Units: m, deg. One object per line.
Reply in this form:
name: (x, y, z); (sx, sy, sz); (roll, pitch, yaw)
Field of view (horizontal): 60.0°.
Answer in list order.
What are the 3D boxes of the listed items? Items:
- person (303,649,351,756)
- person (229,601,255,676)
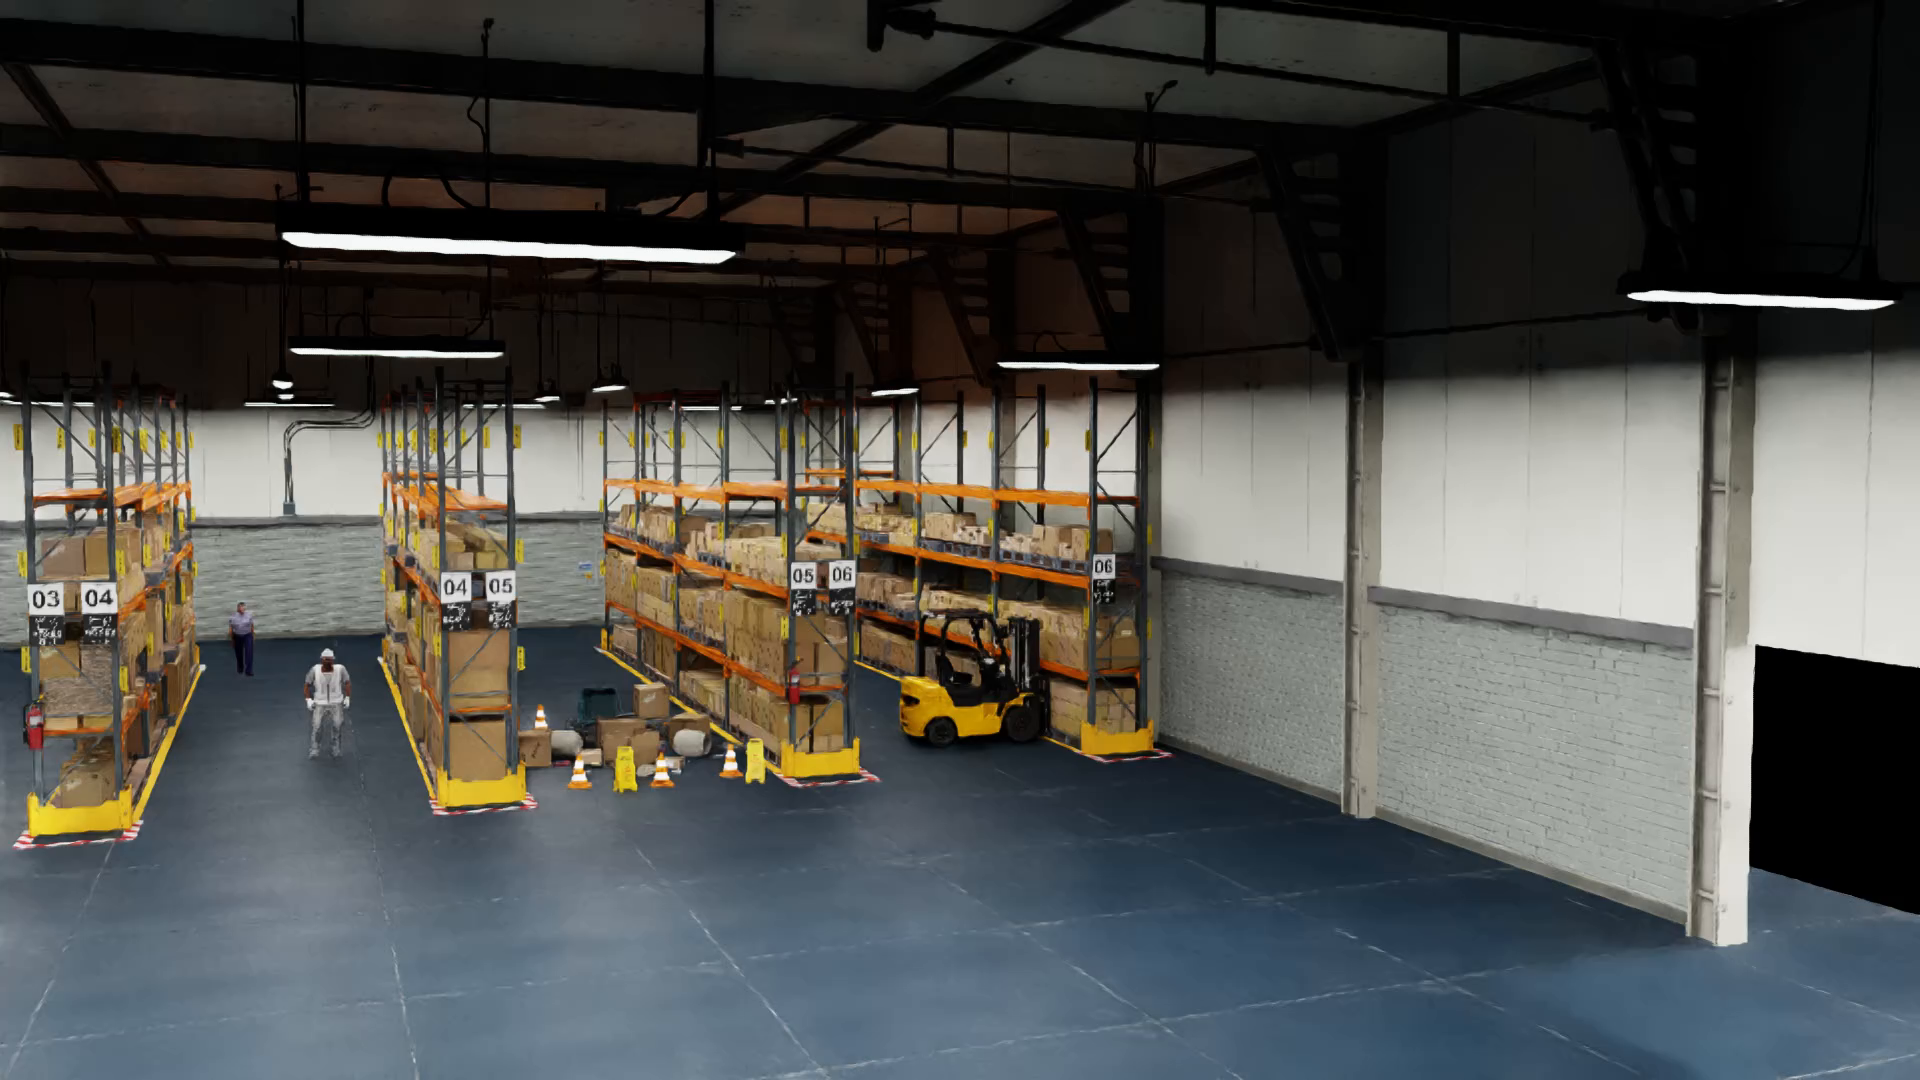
person: (-9.969, 2.566, 26.211); (0.702, 1.735, 0.549); (-1, 4, -23)
person: (-15.262, 2.080, 35.339); (0.479, 1.567, 1.090); (-1, 4, -19)
